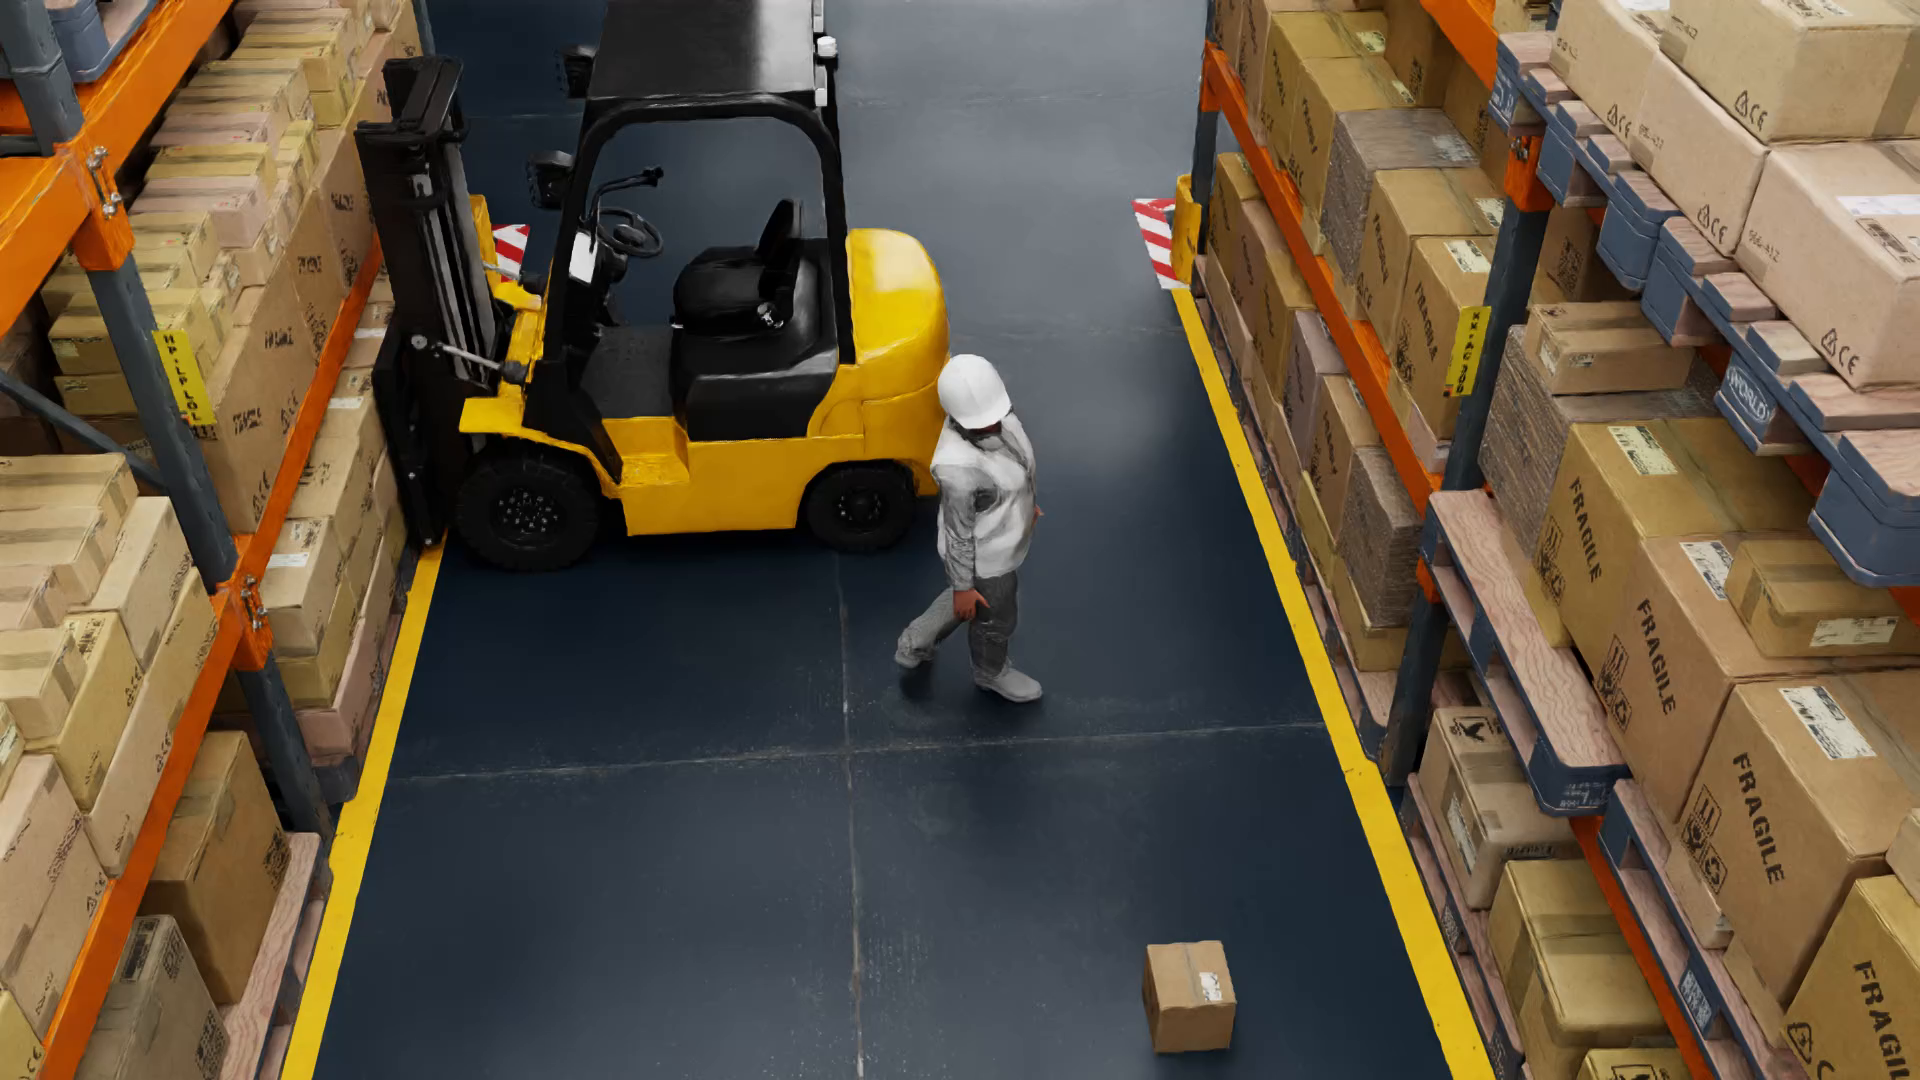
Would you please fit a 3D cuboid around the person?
[{"bbox_3d":[0.032,-0.008,6.174,0.604,1.738,0.608,1,39,2],"label":"person"}]
